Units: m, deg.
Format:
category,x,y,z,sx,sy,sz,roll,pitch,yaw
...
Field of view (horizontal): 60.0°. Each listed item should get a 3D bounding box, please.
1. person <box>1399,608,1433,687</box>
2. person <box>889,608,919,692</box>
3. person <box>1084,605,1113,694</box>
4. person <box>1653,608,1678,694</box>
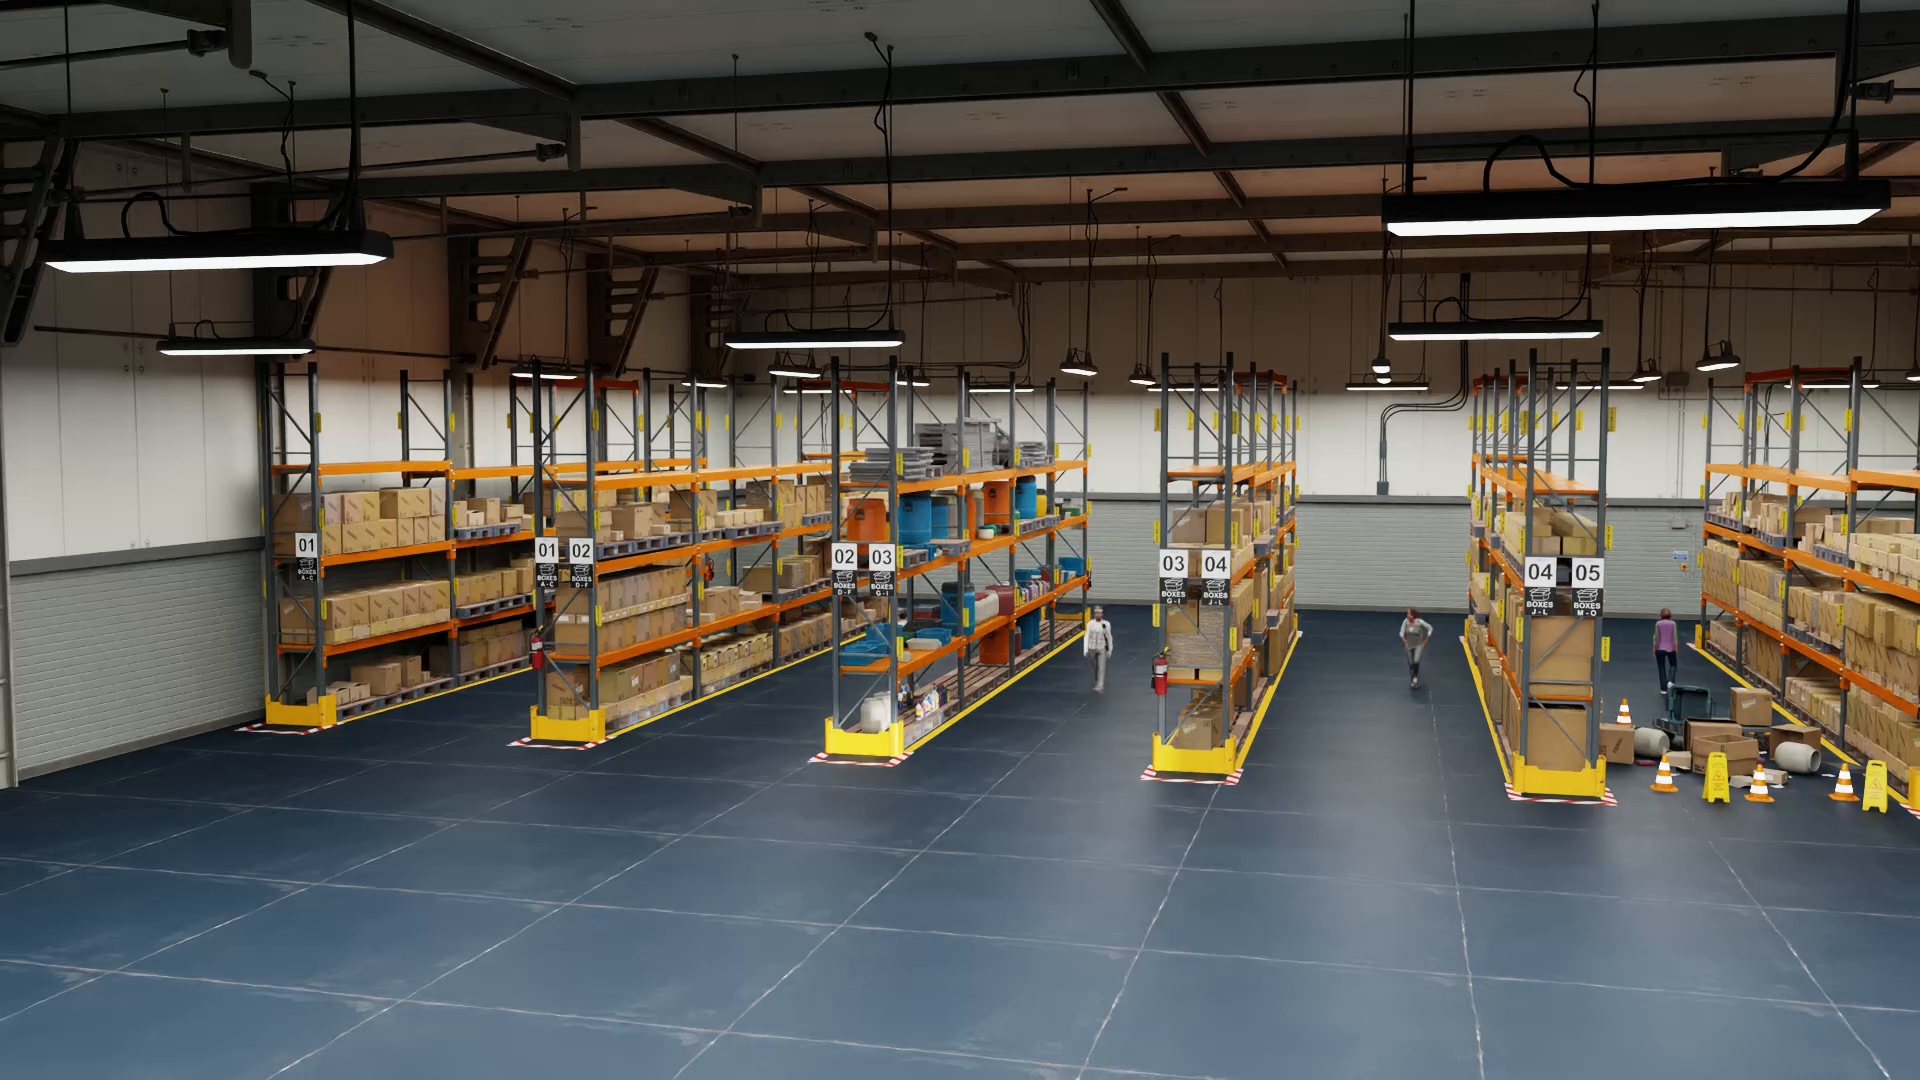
category,x,y,z,sx,sy,sz,roll,pitch,yaw
person,8.603,2.021,31.366,0.596,1.515,0.786,2,4,24
person,-1.066,2.049,30.224,0.758,1.641,0.562,2,5,31
person,2.510,2.019,30.597,0.497,1.622,1.041,1,4,19
person,13.009,2.049,30.668,0.439,1.597,0.407,1,4,18
